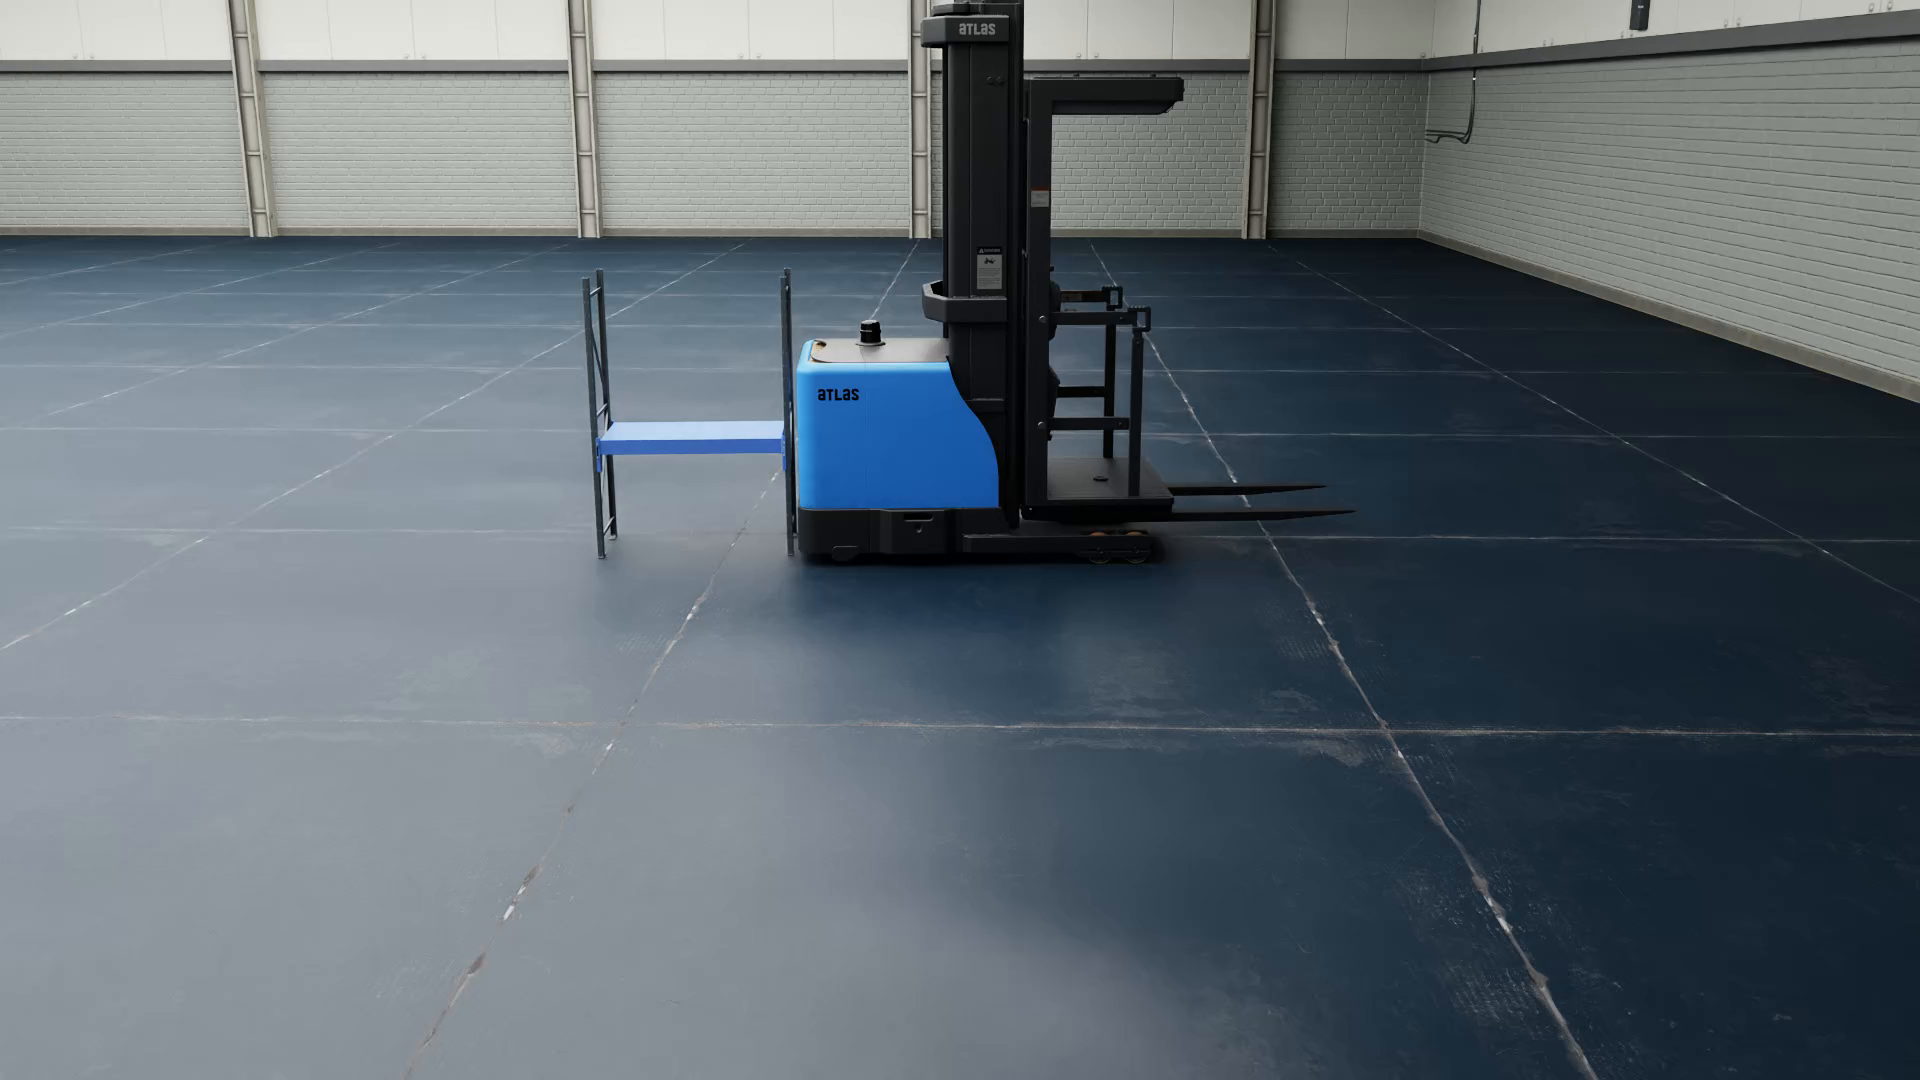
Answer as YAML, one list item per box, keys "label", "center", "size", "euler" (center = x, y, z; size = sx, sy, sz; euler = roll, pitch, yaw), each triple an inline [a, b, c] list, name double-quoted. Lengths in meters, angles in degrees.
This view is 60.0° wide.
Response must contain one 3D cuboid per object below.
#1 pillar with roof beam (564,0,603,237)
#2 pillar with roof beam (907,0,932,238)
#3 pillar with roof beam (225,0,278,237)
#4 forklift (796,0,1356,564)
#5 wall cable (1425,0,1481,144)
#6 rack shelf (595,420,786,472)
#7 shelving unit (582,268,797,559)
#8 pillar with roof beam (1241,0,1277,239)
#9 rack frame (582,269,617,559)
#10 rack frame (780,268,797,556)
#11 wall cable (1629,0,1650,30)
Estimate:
- label: "pillar with roof beam"
  center: [-6.820, -8.768, 24.932]
  size: [0.400, 9.000, 9.100]
  euler: [0, 15, 1]
- label: "pillar with roof beam"
  center: [-0.822, -8.728, 24.783]
  size: [0.400, 9.000, 9.100]
  euler: [0, 15, 1]
- label: "pillar with roof beam"
  center: [-12.818, -8.807, 25.080]
  size: [0.400, 9.000, 9.100]
  euler: [0, 15, 1]
- label: "forklift"
  center: [0.630, -1.426, 8.998]
  size: [3.031, 2.935, 1.130]
  euler: [-1, 15, -3]
- label: "wall cable"
  center: [8.197, -7.929, 27.842]
  size: [0.112, 2.526, 3.097]
  euler: [0, 15, 1]
- label: "rack shelf"
  center: [-1.440, -0.521, 9.080]
  size: [1.000, 0.185, 0.538]
  euler: [-1, 15, -3]
- label: "shelving unit"
  center: [-1.440, -0.695, 9.034]
  size: [1.048, 1.500, 0.538]
  euler: [-1, 15, -3]
- label: "pillar with roof beam"
  center: [5.176, -8.689, 24.635]
  size: [0.400, 9.000, 9.100]
  euler: [0, 15, 1]
- label: "rack frame"
  center: [-1.948, -0.688, 9.008]
  size: [0.032, 1.500, 0.500]
  euler: [-1, 15, -3]
- label: "rack frame"
  center: [-0.933, -0.702, 9.060]
  size: [0.032, 1.500, 0.500]
  euler: [-1, 15, -3]
- label: "wall cable"
  center: [7.939, -8.654, 17.836]
  size: [0.169, 6.003, 2.305]
  euler: [0, 15, 1]
